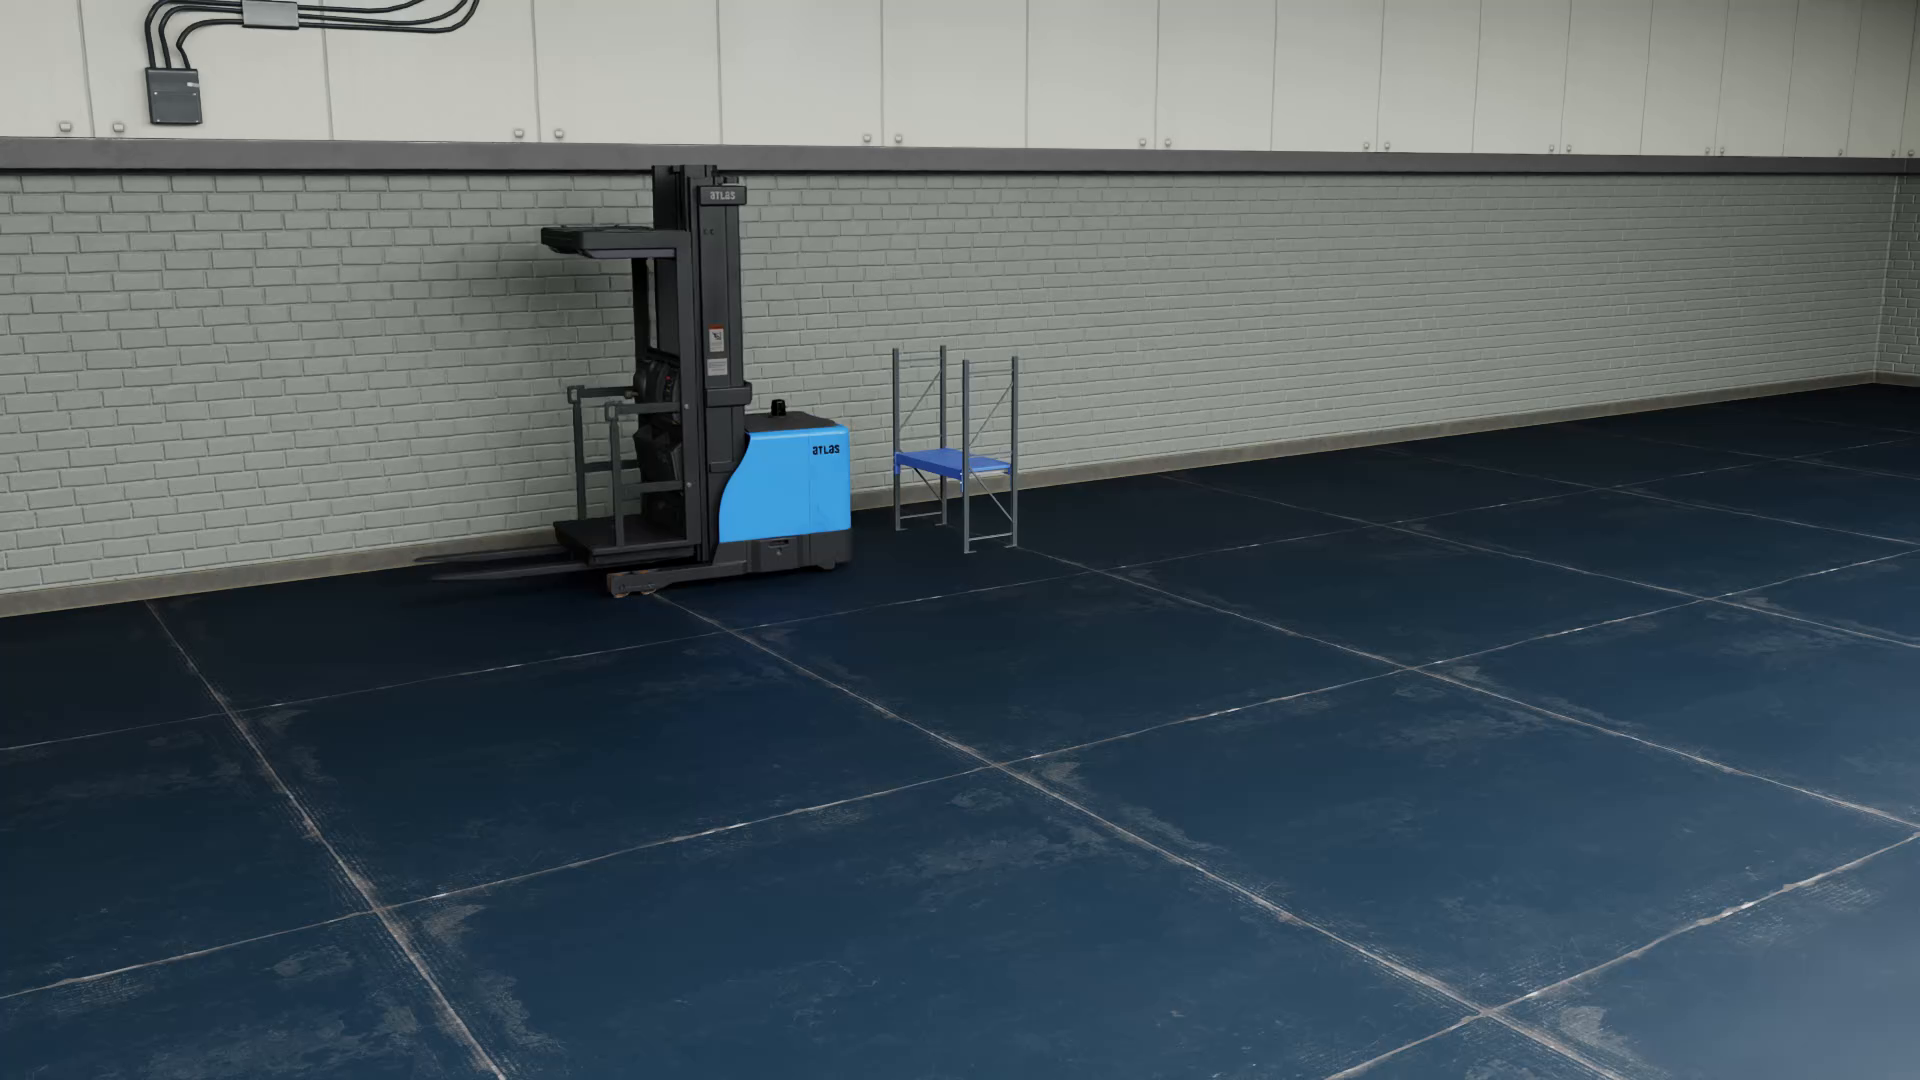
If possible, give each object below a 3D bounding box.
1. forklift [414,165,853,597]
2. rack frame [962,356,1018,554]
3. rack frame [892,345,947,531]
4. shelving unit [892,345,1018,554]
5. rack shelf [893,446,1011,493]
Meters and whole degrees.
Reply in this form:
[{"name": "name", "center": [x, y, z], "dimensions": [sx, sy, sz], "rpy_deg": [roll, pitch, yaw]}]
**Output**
[{"name": "forklift", "center": [-2.344, -1.161, 11.811], "dimensions": [3.031, 2.935, 1.130], "rpy_deg": [-6, 14, -27]}, {"name": "rack frame", "center": [0.234, -0.657, 12.857], "dimensions": [0.500, 1.500, 0.032], "rpy_deg": [-8, 15, -33]}, {"name": "rack frame", "center": [-0.329, -0.838, 13.684], "dimensions": [0.500, 1.500, 0.032], "rpy_deg": [-8, 15, -33]}, {"name": "shelving unit", "center": [-0.047, -0.748, 13.271], "dimensions": [0.538, 1.500, 1.048], "rpy_deg": [-8, 15, -33]}, {"name": "rack shelf", "center": [-0.047, -0.572, 13.309], "dimensions": [0.538, 0.185, 1.000], "rpy_deg": [-8, 15, -33]}]
